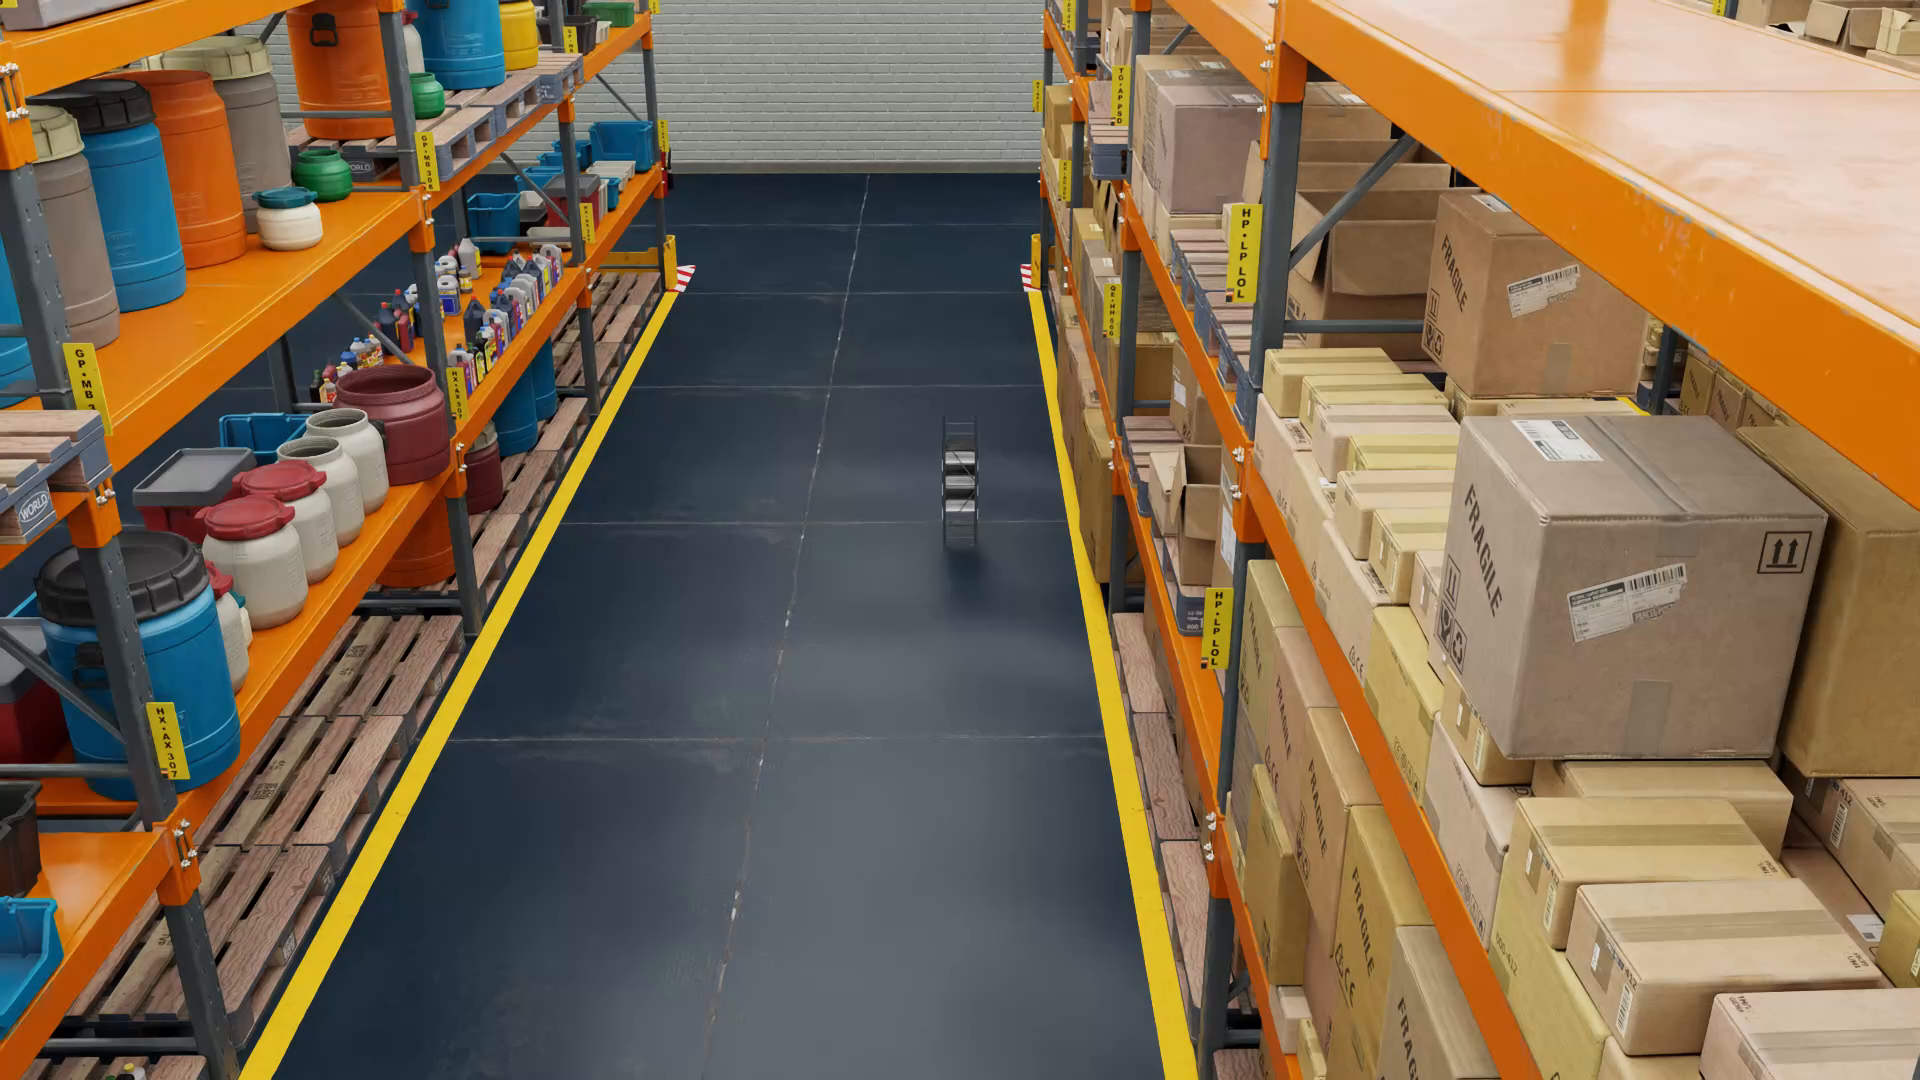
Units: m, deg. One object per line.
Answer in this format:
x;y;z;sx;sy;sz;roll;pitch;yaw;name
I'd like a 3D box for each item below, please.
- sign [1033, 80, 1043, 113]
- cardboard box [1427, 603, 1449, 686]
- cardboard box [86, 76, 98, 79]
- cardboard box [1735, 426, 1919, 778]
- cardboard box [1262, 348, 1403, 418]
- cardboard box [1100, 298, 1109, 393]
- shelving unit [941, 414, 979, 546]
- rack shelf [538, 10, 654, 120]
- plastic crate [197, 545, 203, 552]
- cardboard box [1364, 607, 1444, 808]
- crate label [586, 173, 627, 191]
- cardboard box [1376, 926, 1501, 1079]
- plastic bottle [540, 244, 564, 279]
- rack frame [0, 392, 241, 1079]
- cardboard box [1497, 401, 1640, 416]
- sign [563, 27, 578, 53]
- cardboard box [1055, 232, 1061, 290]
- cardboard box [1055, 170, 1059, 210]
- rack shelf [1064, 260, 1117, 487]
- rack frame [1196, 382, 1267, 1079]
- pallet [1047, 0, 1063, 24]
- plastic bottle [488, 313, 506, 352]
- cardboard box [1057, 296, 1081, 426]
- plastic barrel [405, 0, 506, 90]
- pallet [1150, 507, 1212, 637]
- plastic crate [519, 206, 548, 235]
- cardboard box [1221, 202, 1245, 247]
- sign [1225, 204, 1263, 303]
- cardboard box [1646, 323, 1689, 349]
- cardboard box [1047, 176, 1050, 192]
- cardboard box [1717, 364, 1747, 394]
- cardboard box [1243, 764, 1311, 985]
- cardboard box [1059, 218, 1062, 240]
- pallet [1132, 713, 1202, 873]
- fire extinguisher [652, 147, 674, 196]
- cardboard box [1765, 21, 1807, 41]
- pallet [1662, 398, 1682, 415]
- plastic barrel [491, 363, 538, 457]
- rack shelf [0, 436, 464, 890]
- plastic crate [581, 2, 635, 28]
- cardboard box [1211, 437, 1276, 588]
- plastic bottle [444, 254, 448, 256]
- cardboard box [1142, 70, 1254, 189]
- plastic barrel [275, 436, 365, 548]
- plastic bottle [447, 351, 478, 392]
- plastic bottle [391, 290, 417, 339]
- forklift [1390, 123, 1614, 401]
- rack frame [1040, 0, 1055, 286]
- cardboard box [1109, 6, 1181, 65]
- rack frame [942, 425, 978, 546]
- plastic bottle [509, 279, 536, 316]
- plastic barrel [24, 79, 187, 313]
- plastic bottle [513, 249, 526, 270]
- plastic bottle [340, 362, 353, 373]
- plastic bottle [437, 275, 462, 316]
0.796;-4.531;16.982;0.100;0.325;0.005;0;24;-1;sign
1.247;0.250;3.615;0.380;0.149;0.250;-1;24;-3;cardboard box
-8.269;-4.168;15.992;0.500;0.500;0.500;0;24;1;cardboard box
1.779;0.104;3.151;0.500;0.500;0.500;0;24;-1;cardboard box
1.177;-0.500;5.275;0.380;0.149;0.250;-1;24;-2;cardboard box
1.185;-1.257;10.768;0.500;0.500;0.500;0;24;-1;cardboard box
0.000;-0.413;11.572;0.258;0.900;0.210;0;24;-1;shelving unit
-3.580;-4.293;14.835;1.077;0.370;4.000;0;24;-1;rack shelf
-3.772;0.247;7.822;0.450;0.188;0.662;0;24;-1;plastic crate
1.250;0.372;3.828;0.500;0.250;0.500;-1;24;-1;cardboard box
-3.396;-3.416;15.910;0.396;0.136;0.243;0;24;-1;crate label
1.258;1.218;3.721;0.500;0.500;0.500;0;24;-1;cardboard box
-3.231;-2.212;13.152;0.152;0.276;0.135;0;24;-1;plastic bottle
-3.471;0.867;6.194;1.000;3.000;0.127;0;24;-1;rack frame
1.775;-0.290;4.809;0.380;0.149;0.250;-1;24;-3;cardboard box
-3.008;-3.802;12.867;0.100;0.325;0.005;0;24;-1;sign
1.438;-3.060;16.945;0.875;0.875;0.875;0;24;-1;cardboard box
1.113;-3.124;14.838;0.500;0.250;0.500;0;24;1;cardboard box
1.416;-1.300;11.858;1.077;0.370;4.000;0;24;-1;rack shelf
1.482;0.844;6.243;1.000;3.000;0.127;0;24;-1;rack frame
1.369;-5.121;15.901;1.003;0.211;1.213;0;24;-1;pallet
-3.182;-1.427;11.421;0.097;0.271;0.097;0;24;0;plastic bottle
1.422;-1.412;13.300;1.225;0.875;0.875;0;24;0;cardboard box
-3.387;-3.514;11.121;0.600;0.901;0.708;0;24;-1;plastic barrel
1.501;0.099;8.124;1.003;0.211;1.213;0;24;-1;pallet
-3.839;-2.792;14.544;0.437;0.125;0.590;0;24;-1;plastic crate
1.361;-1.379;7.294;0.380;0.166;0.250;-1;24;-2;cardboard box
0.927;-0.933;5.429;0.100;0.325;0.005;0;24;-1;sign
6.091;-1.742;14.189;0.380;0.149;0.250;0;24;1;cardboard box
1.038;-3.415;15.965;0.380;0.149;0.250;-1;24;-2;cardboard box
6.107;-1.302;12.602;0.500;0.250;0.500;0;24;1;cardboard box
1.395;1.055;5.295;0.875;0.500;0.500;0;24;-1;cardboard box
1.058;-2.674;14.327;0.380;0.149;0.250;-1;24;-1;cardboard box
1.456;1.290;8.642;1.003;0.211;1.213;0;24;-1;pallet
-3.149;-3.937;17.362;0.296;0.674;0.183;0;24;-1;fire extinguisher
6.155;-3.587;11.999;0.500;0.311;0.500;-1;24;-1;cardboard box
6.365;-0.842;13.355;1.003;0.211;1.213;0;24;-1;pallet
-3.562;-1.149;12.688;0.600;0.901;0.708;0;24;-1;plastic barrel
-3.493;0.370;8.164;1.077;0.370;4.000;0;24;-1;rack shelf
-3.305;-4.943;15.657;0.450;0.188;0.336;0;24;-1;plastic crate
1.613;0.052;6.758;1.000;1.000;1.000;0;24;0;cardboard box
-3.959;-2.076;12.856;0.097;0.271;0.097;0;24;0;plastic bottle
1.188;-2.040;8.253;0.500;0.500;0.500;0;24;0;cardboard box
-3.285;-0.236;8.496;0.421;0.512;0.421;0;24;0;plastic barrel
-3.201;-1.096;10.683;0.152;0.276;0.135;0;24;-1;plastic bottle
-3.922;-1.592;11.690;0.144;0.351;0.185;0;24;-1;plastic bottle
3.887;-2.247;13.161;3.031;2.935;1.130;-7;25;-16;forklift
1.351;-4.100;17.176;1.000;3.000;0.127;0;24;-1;rack frame
1.395;-3.251;11.023;0.797;0.503;0.637;-1;24;-1;cardboard box
0.001;-0.371;11.479;0.240;0.900;0.006;0;24;-1;rack frame
-3.220;-1.799;12.238;0.152;0.276;0.135;0;24;-1;plastic bottle
-3.708;-1.476;7.126;0.600;0.901;0.708;0;24;-1;plastic barrel
-3.365;-2.030;12.657;0.144;0.351;0.185;0;24;-1;plastic bottle
-3.932;-1.039;10.648;0.097;0.201;0.097;0;24;0;plastic bottle
-3.772;-1.800;12.241;0.152;0.276;0.135;0;24;-1;plastic bottle
